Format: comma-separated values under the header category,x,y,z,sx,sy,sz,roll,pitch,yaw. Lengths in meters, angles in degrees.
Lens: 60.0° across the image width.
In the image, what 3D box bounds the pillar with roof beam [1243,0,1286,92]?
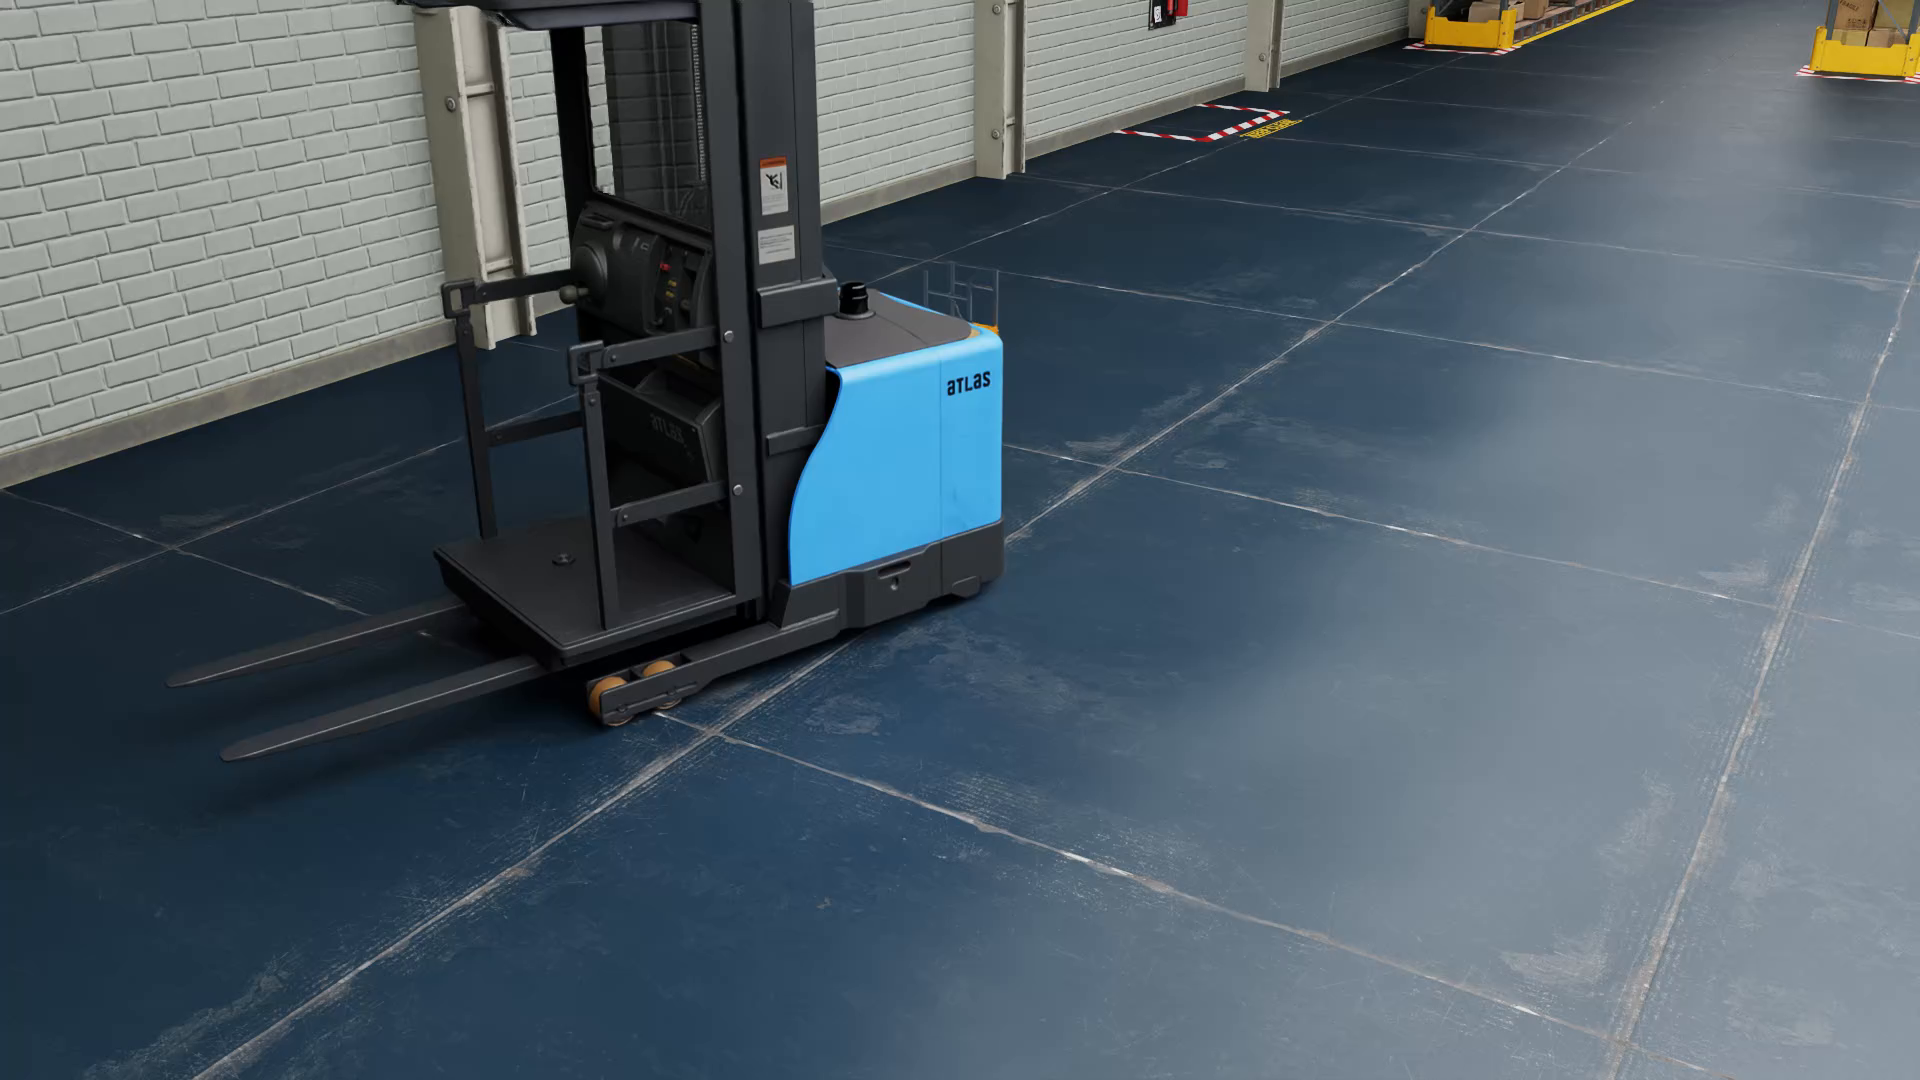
category,x,y,z,sx,sy,sz,roll,pitch,yaw
pillar with roof beam,7.171,-8.504,15.566,9.100,9.000,0.400,14,27,29

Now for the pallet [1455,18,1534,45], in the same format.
category,x,y,z,sx,sy,sz,roll,pitch,yaw
pallet,7.543,-7.273,23.784,1.003,0.211,1.213,14,27,29

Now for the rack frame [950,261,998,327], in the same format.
category,x,y,z,sx,sy,sz,roll,pitch,yaw
rack frame,0.057,-0.577,7.073,0.240,1.200,0.006,16,28,33

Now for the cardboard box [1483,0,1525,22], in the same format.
category,x,y,z,sx,sy,sz,roll,pitch,yaw
cardboard box,7.786,-7.635,23.942,0.500,0.311,0.500,16,28,33

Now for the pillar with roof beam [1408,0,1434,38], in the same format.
category,x,y,z,sx,sy,sz,roll,pitch,yaw
pillar with roof beam,10.336,-10.529,20.244,9.100,9.000,0.400,14,27,29

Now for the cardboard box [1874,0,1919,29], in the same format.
category,x,y,z,sx,sy,sz,roll,pitch,yaw
cardboard box,11.989,-6.802,21.175,0.500,0.500,0.500,14,27,29

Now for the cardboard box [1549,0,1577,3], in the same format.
category,x,y,z,sx,sy,sz,roll,pitch,yaw
cardboard box,9.528,-8.917,26.665,0.700,0.500,0.500,15,28,31

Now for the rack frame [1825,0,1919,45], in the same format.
category,x,y,z,sx,sy,sz,roll,pitch,yaw
rack frame,11.255,-7.223,20.160,1.000,3.000,0.127,14,27,29

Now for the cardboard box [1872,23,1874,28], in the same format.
category,x,y,z,sx,sy,sz,roll,pitch,yaw
cardboard box,11.540,-6.568,21.579,0.500,0.250,0.500,14,27,29

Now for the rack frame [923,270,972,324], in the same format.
category,x,y,z,sx,sy,sz,roll,pitch,yaw
rack frame,-0.051,-0.519,6.937,0.240,1.200,0.006,16,28,33

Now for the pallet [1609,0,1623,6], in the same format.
category,x,y,z,sx,sy,sz,roll,pitch,yaw
pallet,10.851,-9.417,28.738,1.003,0.211,1.213,14,27,29

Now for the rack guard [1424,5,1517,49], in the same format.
category,x,y,z,sx,sy,sz,roll,pitch,yaw
rack guard,7.084,-7.139,23.111,1.175,0.500,0.348,14,27,29

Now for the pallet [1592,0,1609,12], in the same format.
category,x,y,z,sx,sy,sz,roll,pitch,yaw
pallet,10.206,-9.007,27.790,1.003,0.211,1.213,14,27,29

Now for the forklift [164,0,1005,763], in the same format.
category,x,y,z,sx,sy,sz,roll,pitch,yaw
forklift,-1.288,-0.937,5.726,3.031,2.935,1.130,-18,29,-35

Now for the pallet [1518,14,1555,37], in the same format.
category,x,y,z,sx,sy,sz,roll,pitch,yaw
pallet,8.187,-7.683,24.732,1.003,0.211,1.213,14,27,29

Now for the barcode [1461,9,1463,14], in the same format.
category,x,y,z,sx,sy,sz,roll,pitch,yaw
barcode,7.156,-7.537,23.704,0.001,0.075,0.075,14,27,29

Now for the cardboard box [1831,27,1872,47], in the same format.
category,x,y,z,sx,sy,sz,roll,pitch,yaw
cardboard box,11.287,-6.397,21.184,0.500,0.250,0.500,14,27,29

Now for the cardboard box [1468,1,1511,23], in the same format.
category,x,y,z,sx,sy,sz,roll,pitch,yaw
cardboard box,7.486,-7.443,23.498,0.500,0.311,0.500,11,26,23

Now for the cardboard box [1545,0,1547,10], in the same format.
category,x,y,z,sx,sy,sz,roll,pitch,yaw
cardboard box,8.641,-8.306,25.254,0.500,0.500,0.500,12,26,25

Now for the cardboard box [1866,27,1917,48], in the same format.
category,x,y,z,sx,sy,sz,roll,pitch,yaw
cardboard box,11.727,-6.289,20.933,0.500,0.250,0.500,14,27,29

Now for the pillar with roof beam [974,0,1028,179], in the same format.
category,x,y,z,sx,sy,sz,roll,pitch,yaw
pillar with roof beam,4.006,-6.478,10.888,9.100,9.000,0.400,14,27,29

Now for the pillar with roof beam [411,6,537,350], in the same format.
category,x,y,z,sx,sy,sz,roll,pitch,yaw
pillar with roof beam,0.841,-4.453,6.210,9.100,9.000,0.400,14,27,29

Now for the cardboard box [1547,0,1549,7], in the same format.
category,x,y,z,sx,sy,sz,roll,pitch,yaw
cardboard box,8.898,-8.325,25.717,0.380,0.166,0.250,10,25,22

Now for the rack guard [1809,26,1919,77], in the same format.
category,x,y,z,sx,sy,sz,roll,pitch,yaw
rack guard,11.242,-6.068,20.638,1.175,0.500,0.348,14,27,29

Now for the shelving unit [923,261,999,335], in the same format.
category,x,y,z,sx,sy,sz,roll,pitch,yaw
shelving unit,0.003,-0.548,7.005,0.258,1.200,0.189,16,28,33

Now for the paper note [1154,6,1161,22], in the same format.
category,x,y,z,sx,sy,sz,roll,pitch,yaw
paper note,2.026,-5.377,17.004,0.016,0.148,0.142,14,27,29

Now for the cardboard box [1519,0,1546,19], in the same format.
category,x,y,z,sx,sy,sz,roll,pitch,yaw
cardboard box,8.216,-7.959,24.452,0.700,0.500,0.500,12,26,26

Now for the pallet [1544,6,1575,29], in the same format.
category,x,y,z,sx,sy,sz,roll,pitch,yaw
pallet,8.830,-8.096,25.687,1.003,0.211,1.213,14,27,29

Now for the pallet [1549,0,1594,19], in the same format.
category,x,y,z,sx,sy,sz,roll,pitch,yaw
pallet,9.564,-8.594,26.835,1.003,0.211,1.213,14,27,29

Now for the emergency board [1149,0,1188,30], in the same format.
category,x,y,z,sx,sy,sz,roll,pitch,yaw
emergency board,2.178,-5.827,16.933,0.194,1.169,0.643,14,27,29

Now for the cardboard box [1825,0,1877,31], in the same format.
category,x,y,z,sx,sy,sz,roll,pitch,yaw
cardboard box,11.285,-6.742,21.036,0.500,0.500,0.500,14,27,29

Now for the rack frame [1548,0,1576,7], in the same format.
category,x,y,z,sx,sy,sz,roll,pitch,yaw
rack frame,9.154,-9.610,25.674,1.000,3.000,0.127,14,27,29

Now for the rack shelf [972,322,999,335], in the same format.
category,x,y,z,sx,sy,sz,roll,pitch,yaw
rack shelf,0.003,-0.837,6.880,0.258,0.103,0.180,16,28,33

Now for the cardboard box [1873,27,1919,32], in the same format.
category,x,y,z,sx,sy,sz,roll,pitch,yaw
cardboard box,11.987,-6.458,21.325,0.500,0.250,0.500,14,27,29

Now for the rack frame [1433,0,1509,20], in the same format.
category,x,y,z,sx,sy,sz,roll,pitch,yaw
rack frame,7.044,-8.260,22.555,1.000,3.000,0.127,14,27,29

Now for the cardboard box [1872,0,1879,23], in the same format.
category,x,y,z,sx,sy,sz,roll,pitch,yaw
cardboard box,11.800,-7.082,21.823,0.500,0.500,0.500,14,27,29
